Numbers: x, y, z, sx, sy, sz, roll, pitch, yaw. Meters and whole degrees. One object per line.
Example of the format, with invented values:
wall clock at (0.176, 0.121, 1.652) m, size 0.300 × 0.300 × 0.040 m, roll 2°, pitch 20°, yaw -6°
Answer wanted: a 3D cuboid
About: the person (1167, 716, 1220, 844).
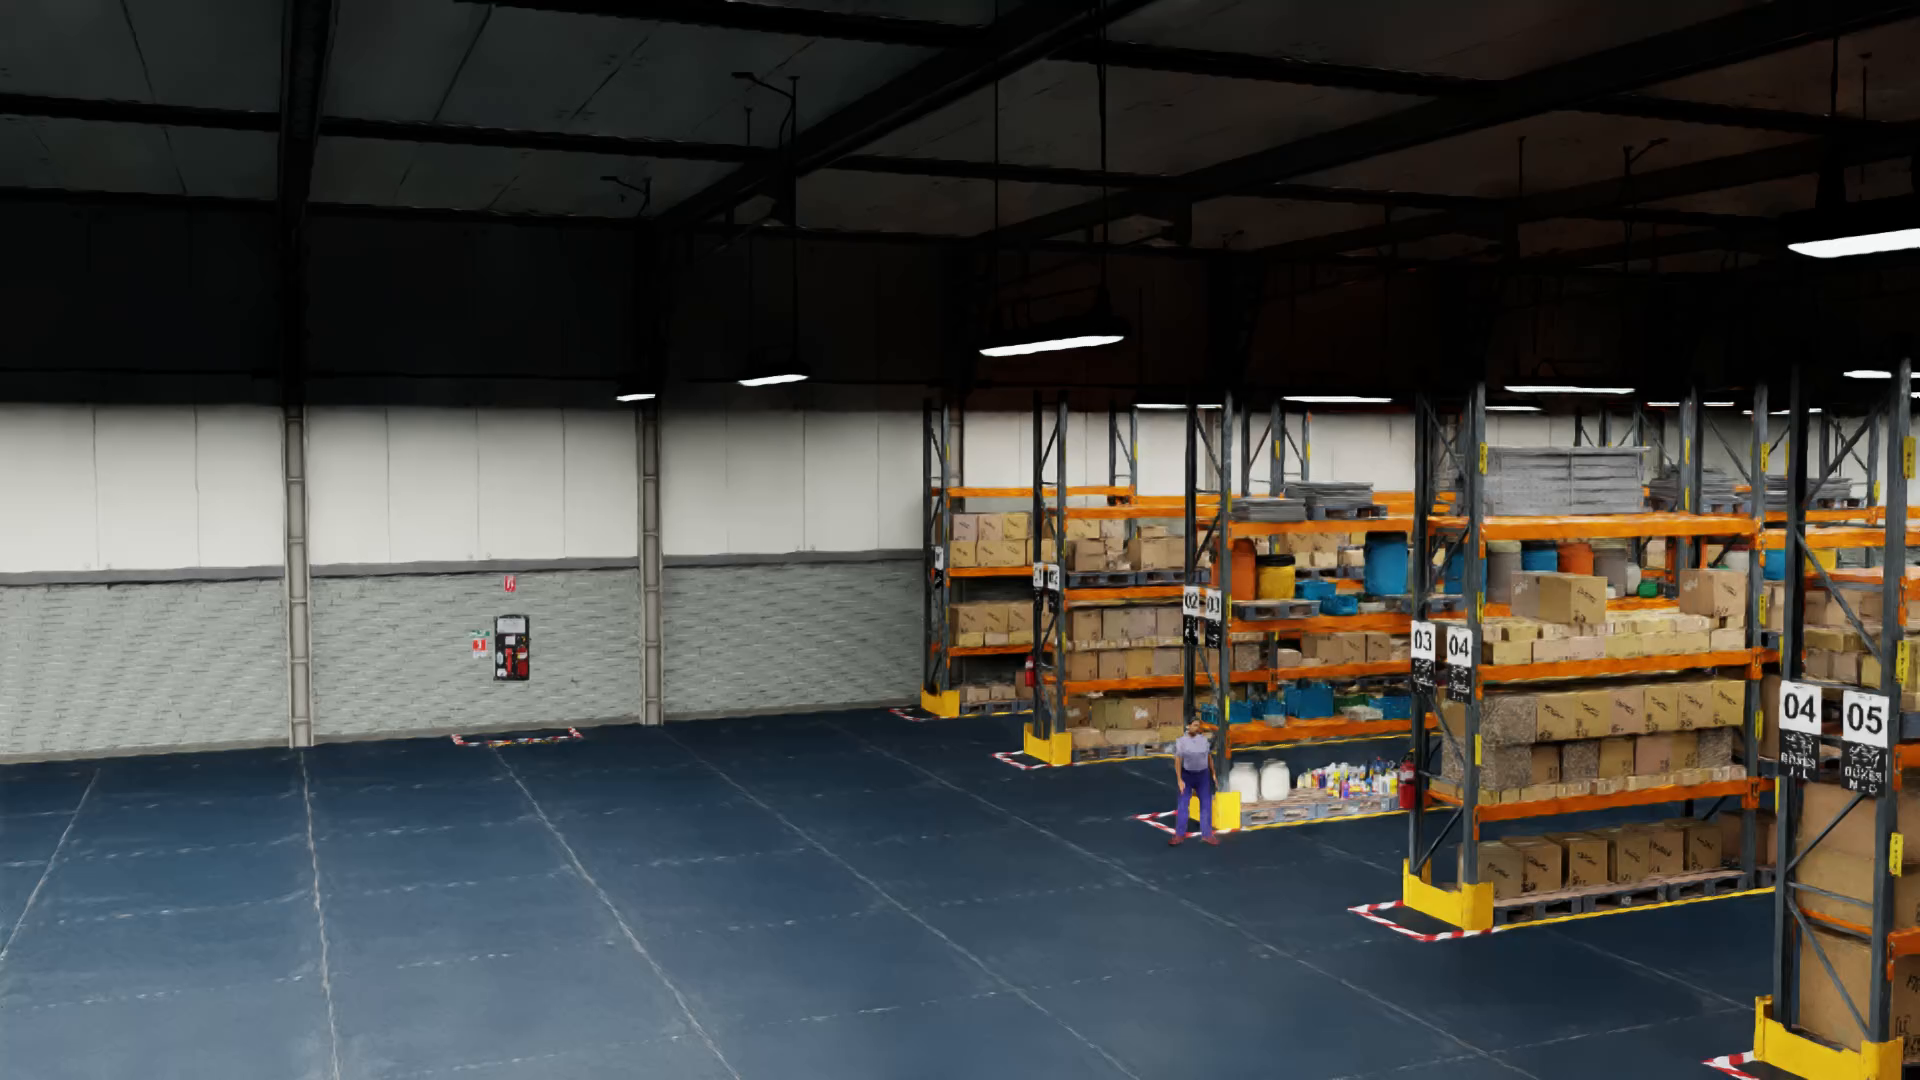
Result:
person at (2.992, 3.072, 21.332) m, size 0.657 × 1.653 × 0.378 m, roll -1°, pitch 3°, yaw -12°
